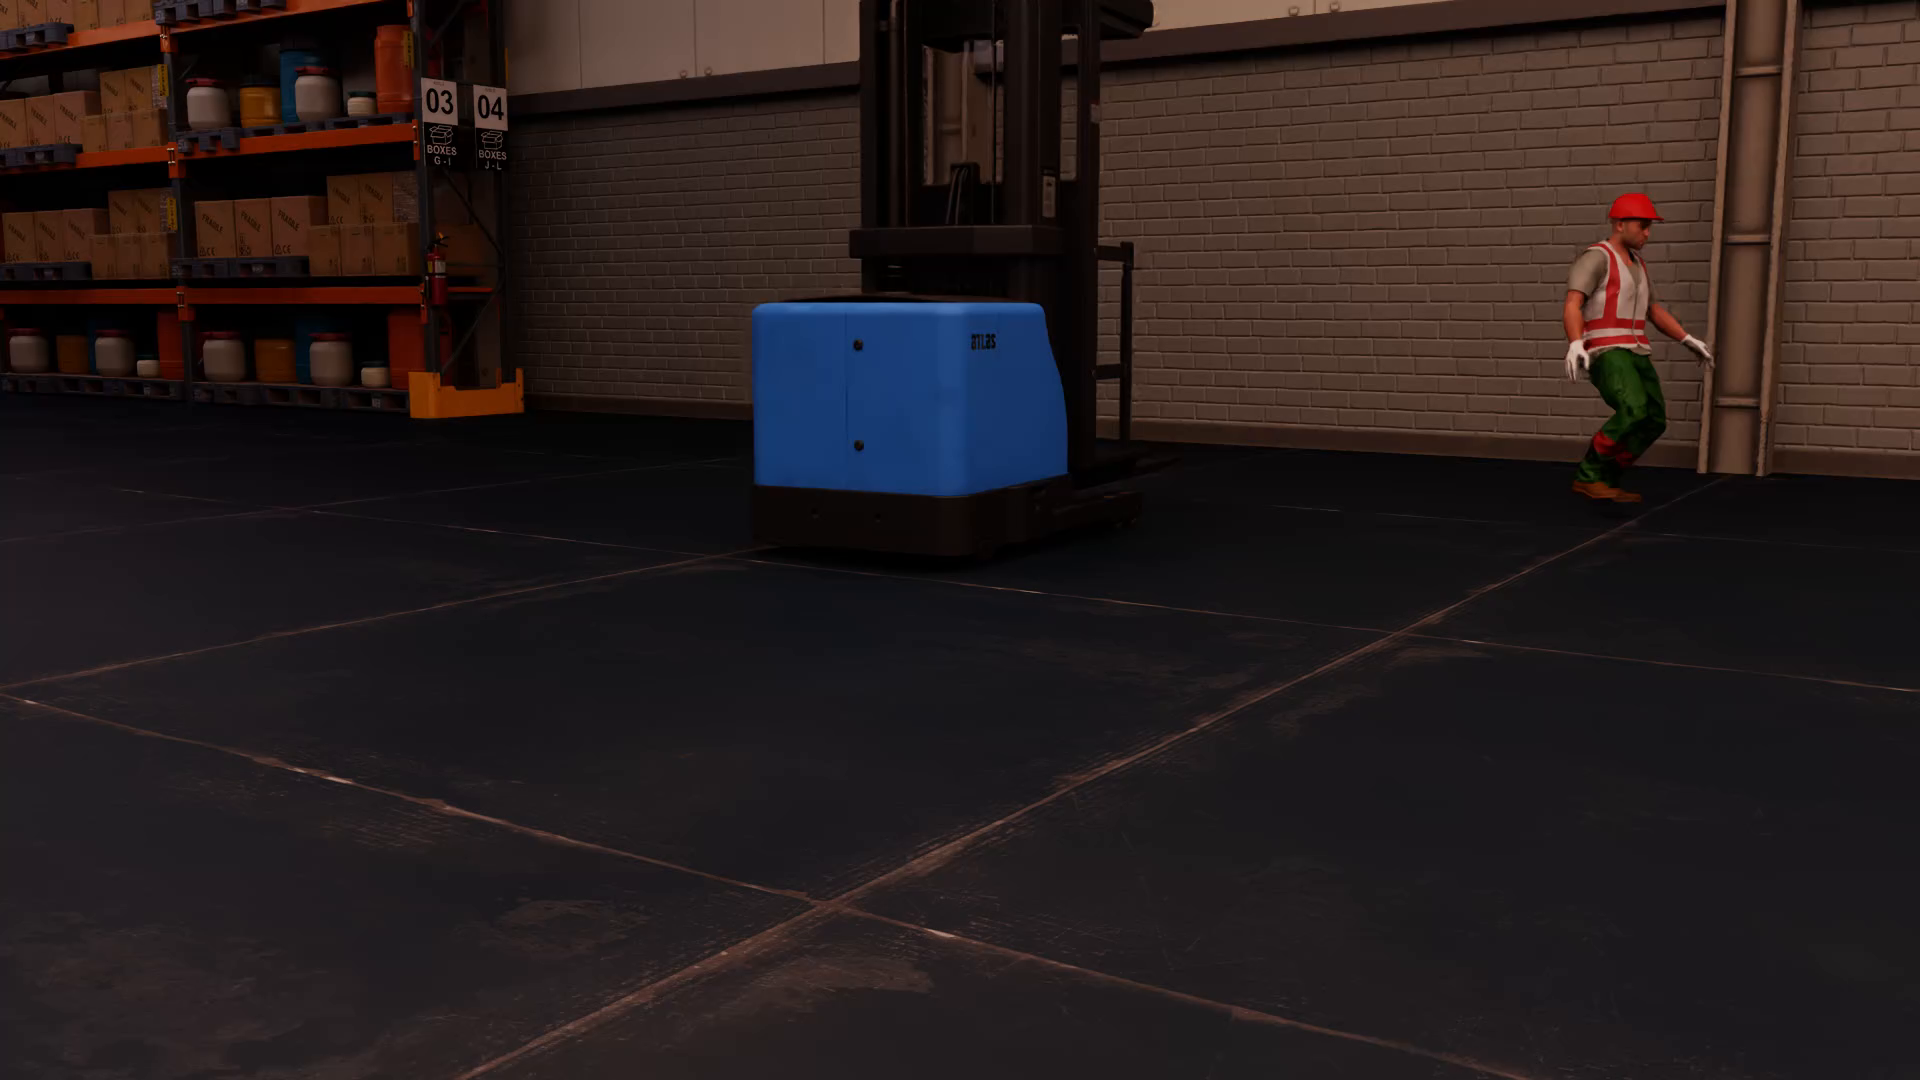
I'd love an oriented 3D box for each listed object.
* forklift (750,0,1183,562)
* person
[{"bbox_3d":[0.244,-1.531,7.959,1.130,2.935,3.031,4,9,28],"label":"forklift"},{"bbox_3d":[3.484,-0.978,8.718,0.992,1.651,0.665,-6,10,-35],"label":"person"}]
